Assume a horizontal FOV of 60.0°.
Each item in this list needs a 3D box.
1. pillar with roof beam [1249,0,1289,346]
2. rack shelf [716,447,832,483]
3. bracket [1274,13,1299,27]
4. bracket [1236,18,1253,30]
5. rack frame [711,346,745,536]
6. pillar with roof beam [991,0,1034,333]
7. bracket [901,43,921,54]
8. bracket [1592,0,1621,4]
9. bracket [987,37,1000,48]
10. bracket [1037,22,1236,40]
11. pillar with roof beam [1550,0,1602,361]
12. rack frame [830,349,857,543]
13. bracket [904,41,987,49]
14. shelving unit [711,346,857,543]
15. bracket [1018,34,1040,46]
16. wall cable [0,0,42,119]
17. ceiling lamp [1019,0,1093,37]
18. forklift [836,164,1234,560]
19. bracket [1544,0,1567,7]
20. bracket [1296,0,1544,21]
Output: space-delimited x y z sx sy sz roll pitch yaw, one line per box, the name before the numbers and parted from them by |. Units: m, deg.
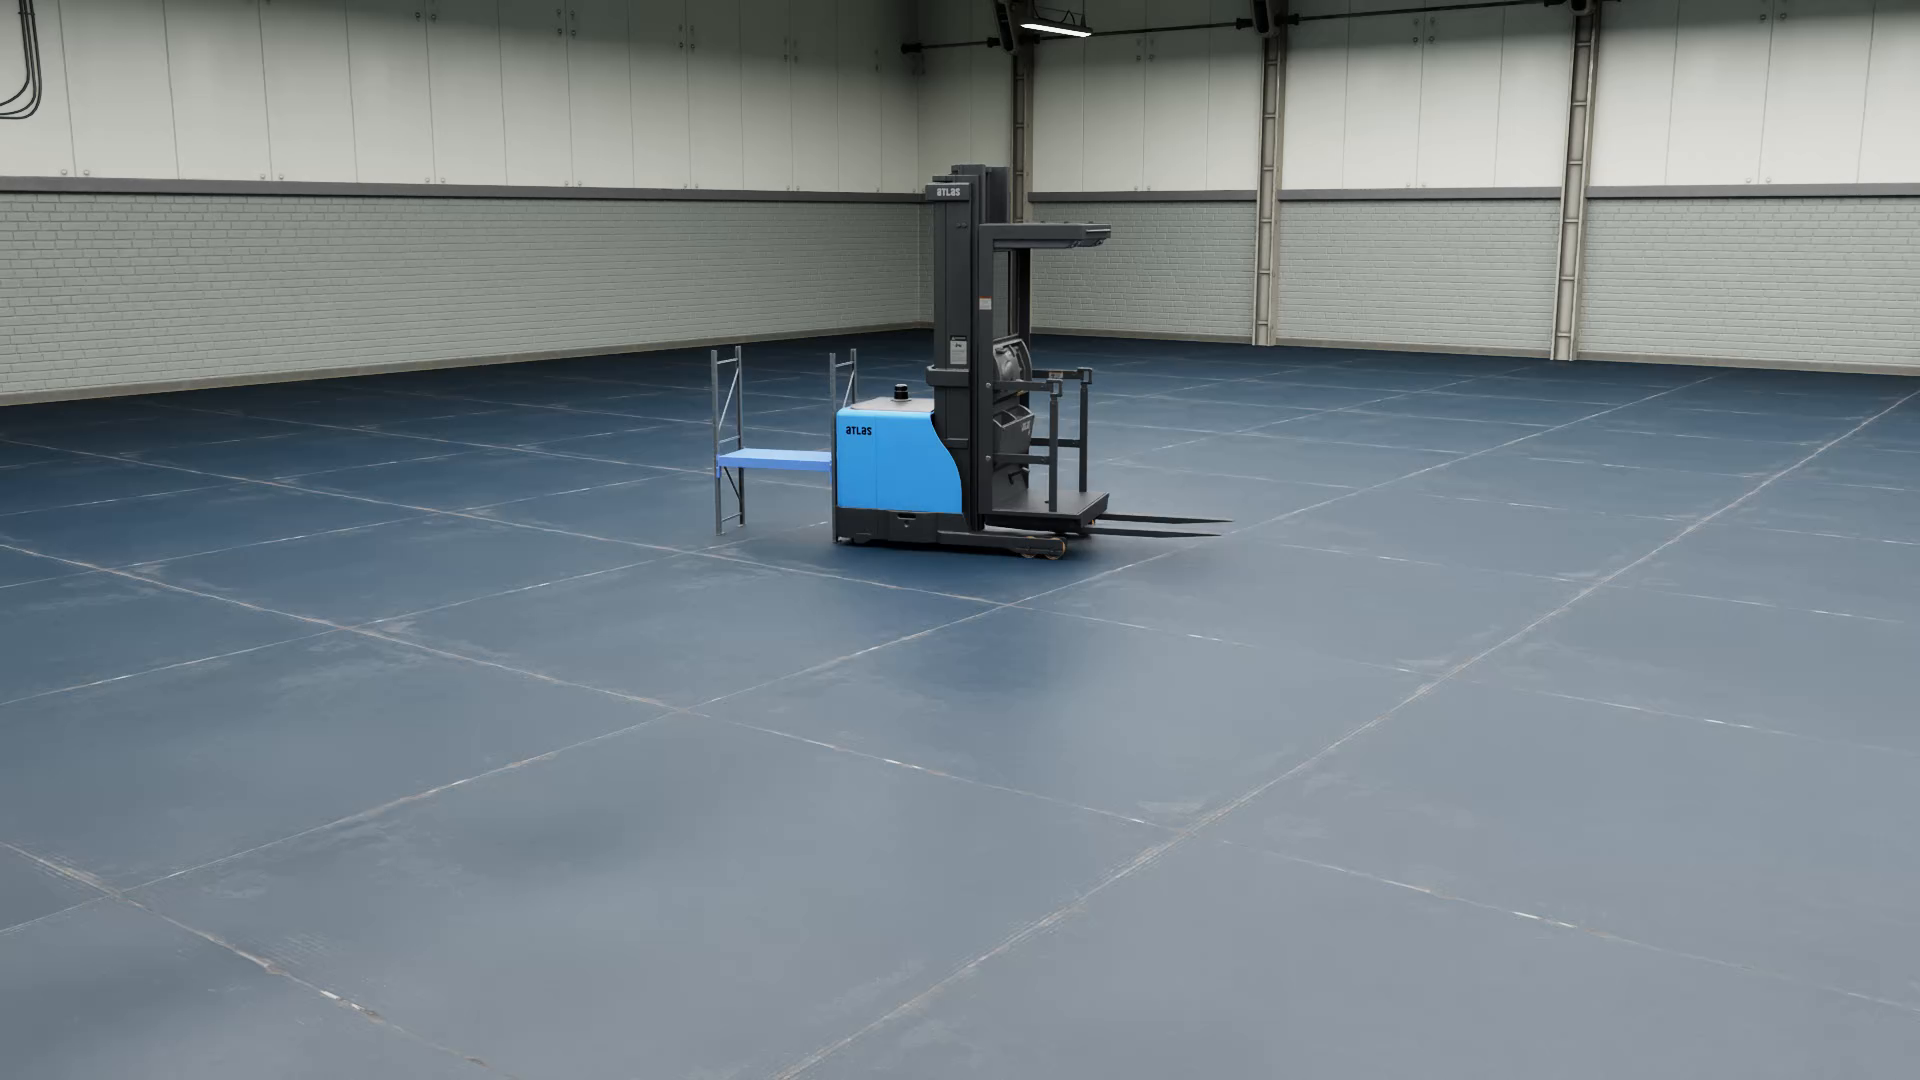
pillar with roof beam | 3.650 -7.732 29.624 0.548 9.000 9.100 8 13 36
rack shelf | -1.412 -0.613 13.512 1.000 0.185 0.538 3 11 17
bracket | 6.322 -10.058 32.166 0.430 0.232 0.235 8 13 36
bracket | 5.653 -10.151 32.649 0.430 0.232 0.235 8 13 36
rack frame | -1.897 -0.818 13.627 0.032 1.500 0.500 3 11 17
pillar with roof beam | -1.186 -8.407 33.110 0.548 9.000 9.100 8 13 36
bracket | -1.093 -11.092 37.513 0.430 0.232 0.235 8 13 36
bracket | 11.158 -9.383 28.679 0.430 0.232 0.235 8 13 36
bracket | 0.817 -10.826 36.135 0.430 0.232 0.235 8 13 36
bracket | 3.563 -10.443 34.156 4.783 0.066 0.076 8 13 36
pillar with roof beam | 8.486 -7.058 26.137 0.548 9.000 9.100 8 13 36
rack frame | -0.927 -0.760 13.328 0.032 1.500 0.500 3 11 17
bracket | -0.617 -11.026 37.169 3.189 0.066 0.076 8 13 36
shelving unit | -1.412 -0.789 13.478 1.048 1.500 0.538 3 11 17
bracket | 1.486 -10.732 35.653 0.430 0.232 0.235 8 13 36
wall cable | -13.243 -7.899 21.529 0.169 6.003 2.305 8 13 36
ceiling lamp | 1.540 -10.738 29.792 0.800 3.185 2.000 8 13 36
forklift | 0.595 -1.404 12.885 3.031 2.935 1.130 3 11 17
bracket | 10.489 -9.477 29.162 0.430 0.232 0.235 8 13 36
bracket | 8.399 -9.768 30.669 4.783 0.066 0.076 8 13 36
